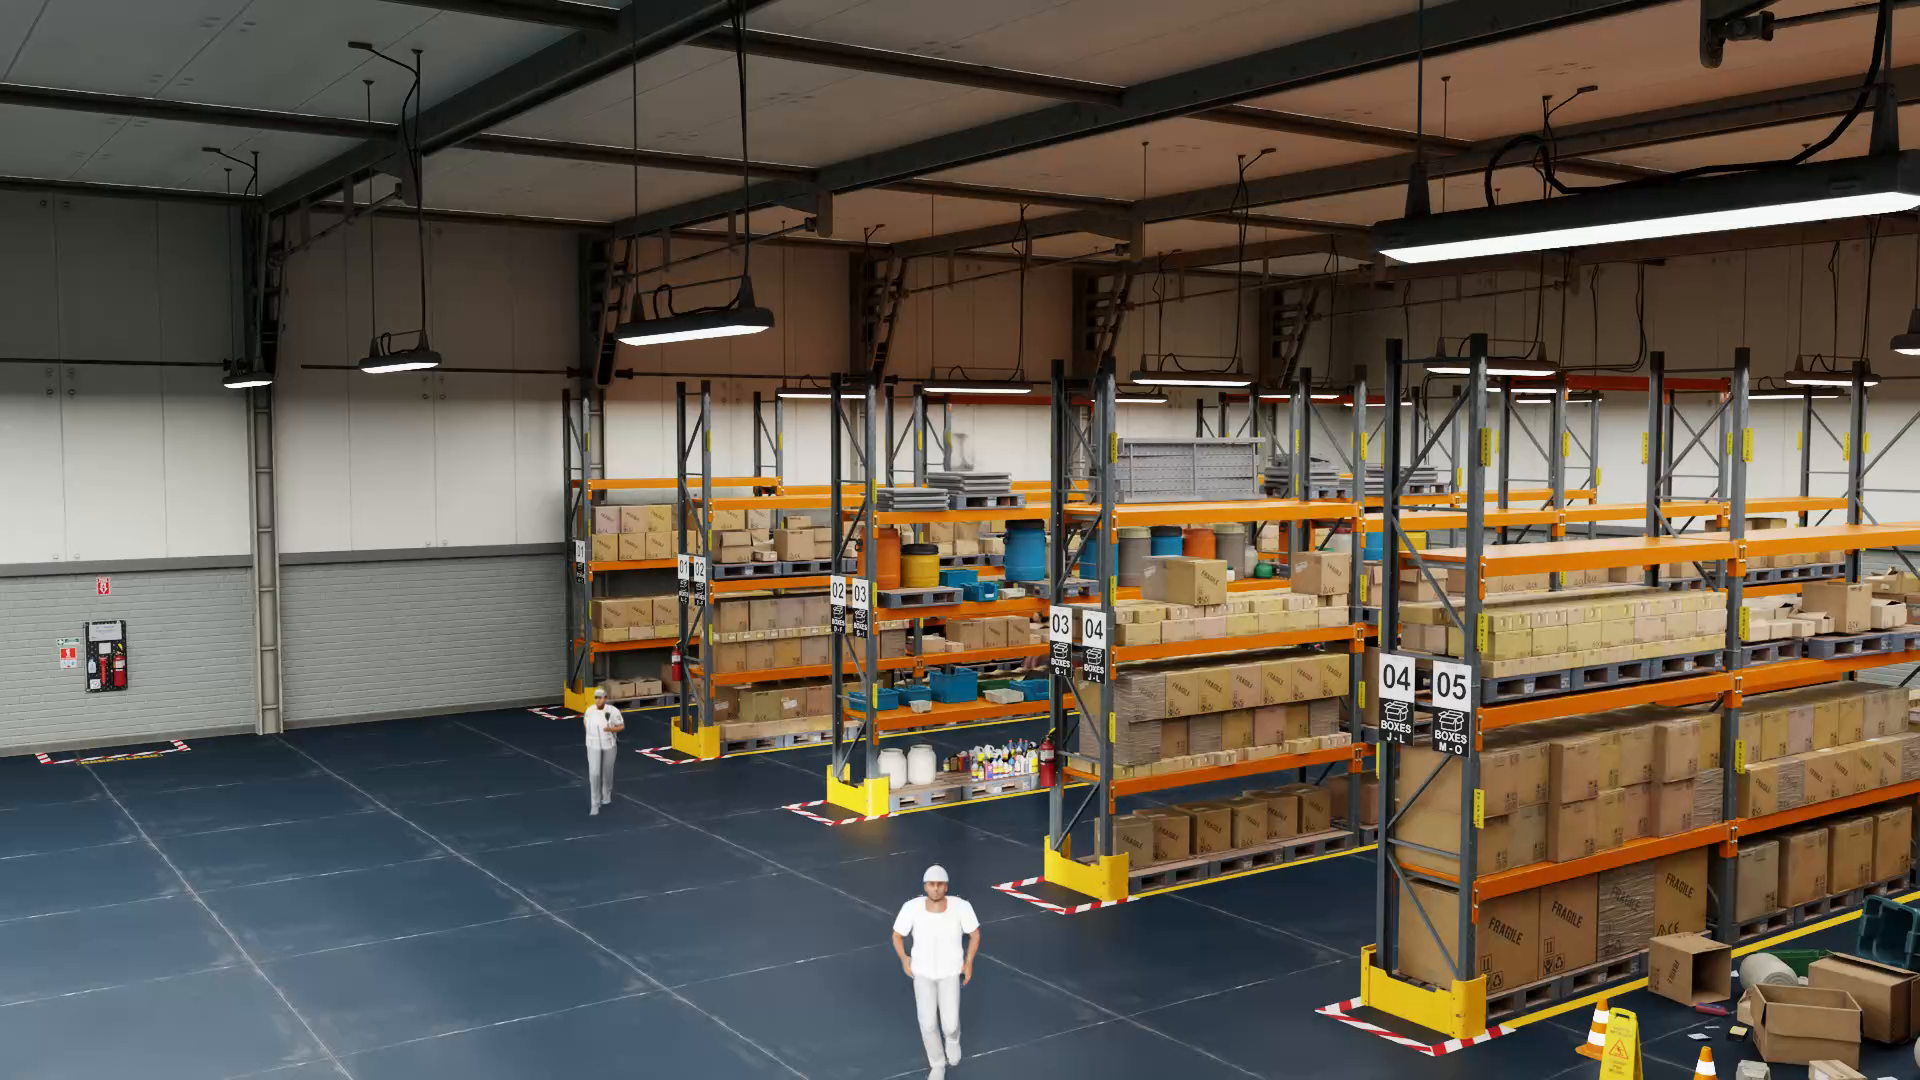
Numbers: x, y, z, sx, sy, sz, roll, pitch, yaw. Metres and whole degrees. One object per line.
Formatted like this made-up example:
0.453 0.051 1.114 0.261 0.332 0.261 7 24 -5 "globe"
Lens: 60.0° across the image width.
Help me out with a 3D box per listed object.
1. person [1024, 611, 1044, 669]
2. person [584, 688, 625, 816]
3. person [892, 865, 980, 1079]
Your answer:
1.551 2.221 33.278 0.558 1.621 0.580 -4 5 -44 "person"
-4.878 2.884 22.804 0.577 1.731 0.760 0 4 -7 "person"
-0.200 3.445 13.282 0.706 1.728 0.575 0 4 4 "person"
